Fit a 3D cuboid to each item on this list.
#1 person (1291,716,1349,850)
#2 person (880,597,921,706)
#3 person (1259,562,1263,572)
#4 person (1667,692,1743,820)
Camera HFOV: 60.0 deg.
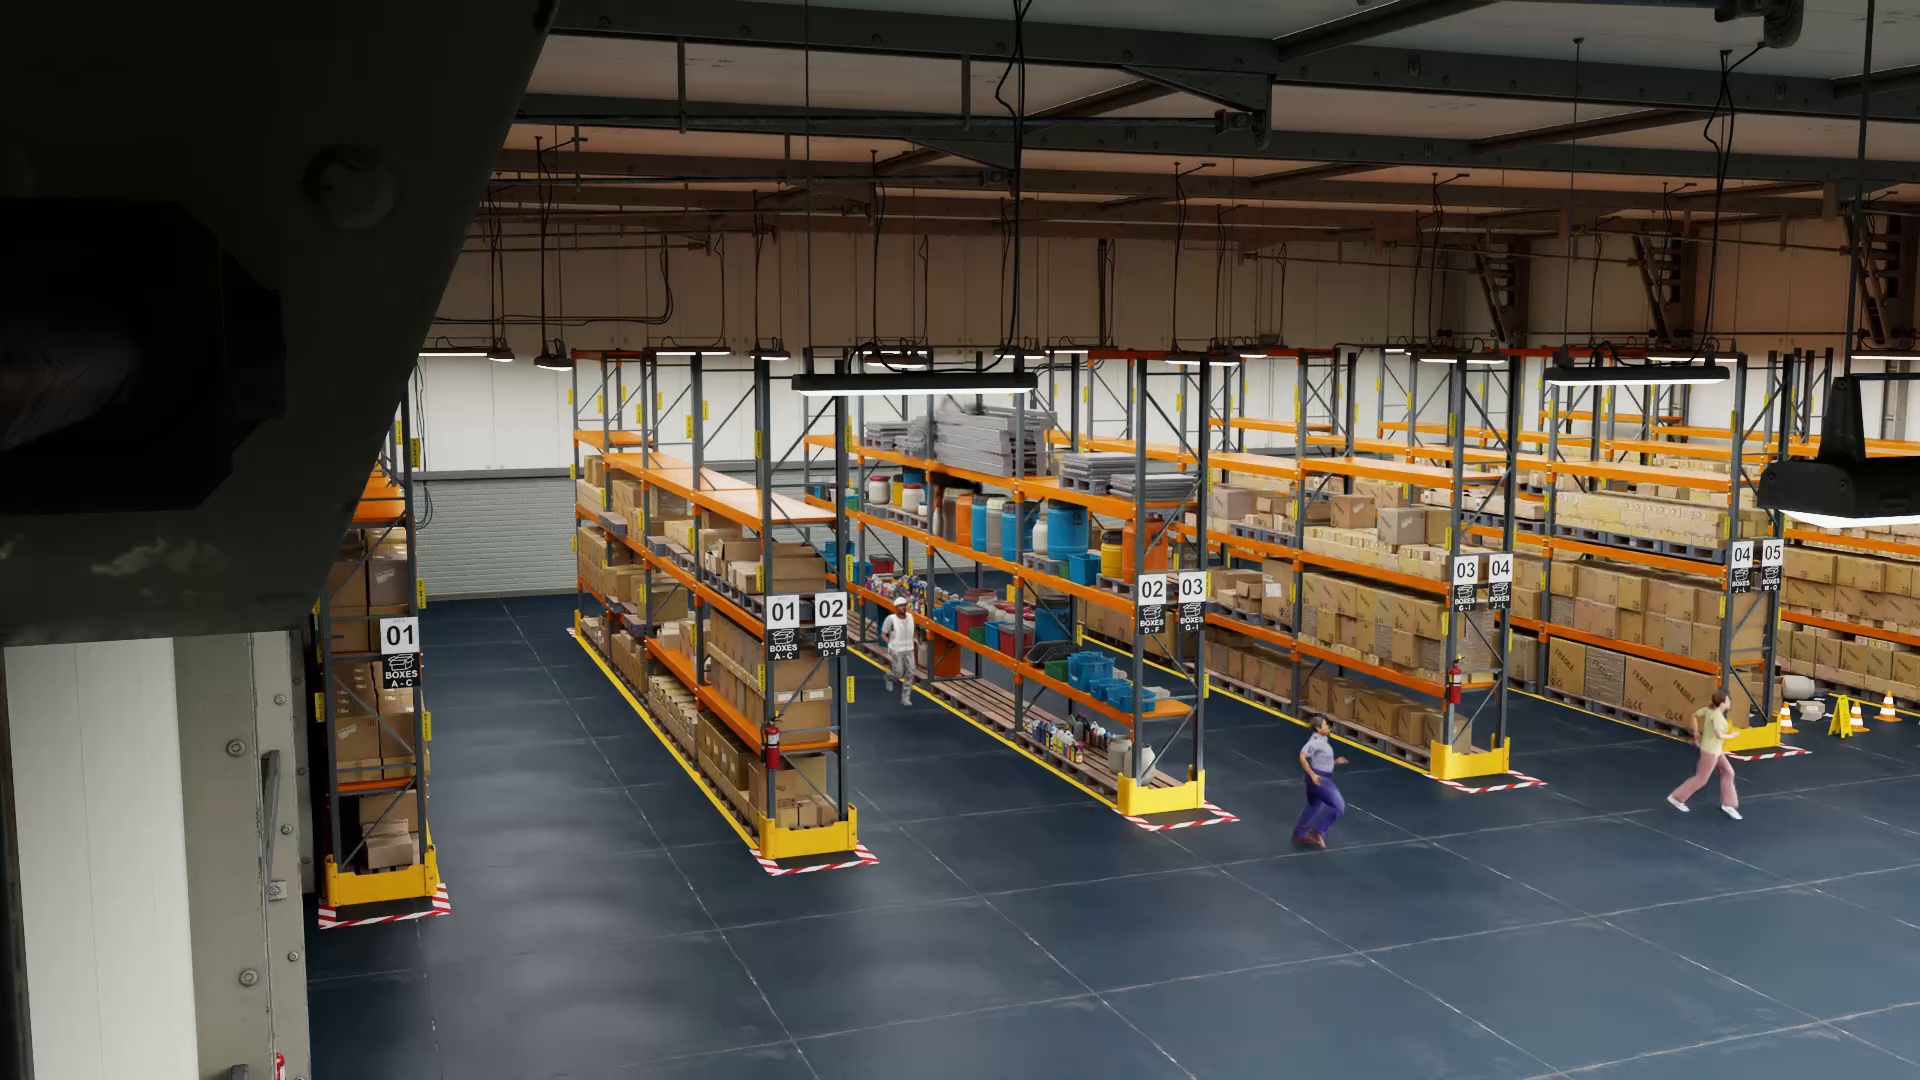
[{"bbox_3d":[4.441,2.991,20.481,0.669,1.633,0.577,1,7,8],"label":"person"},{"bbox_3d":[-0.966,1.799,27.169,0.691,1.752,0.734,-4,8,-30],"label":"person"},{"bbox_3d":[7.754,0.216,42.140,0.830,1.823,0.681,-3,8,-24],"label":"person"},{"bbox_3d":[9.784,2.811,21.755,0.930,1.704,0.599,2,7,13],"label":"person"}]
